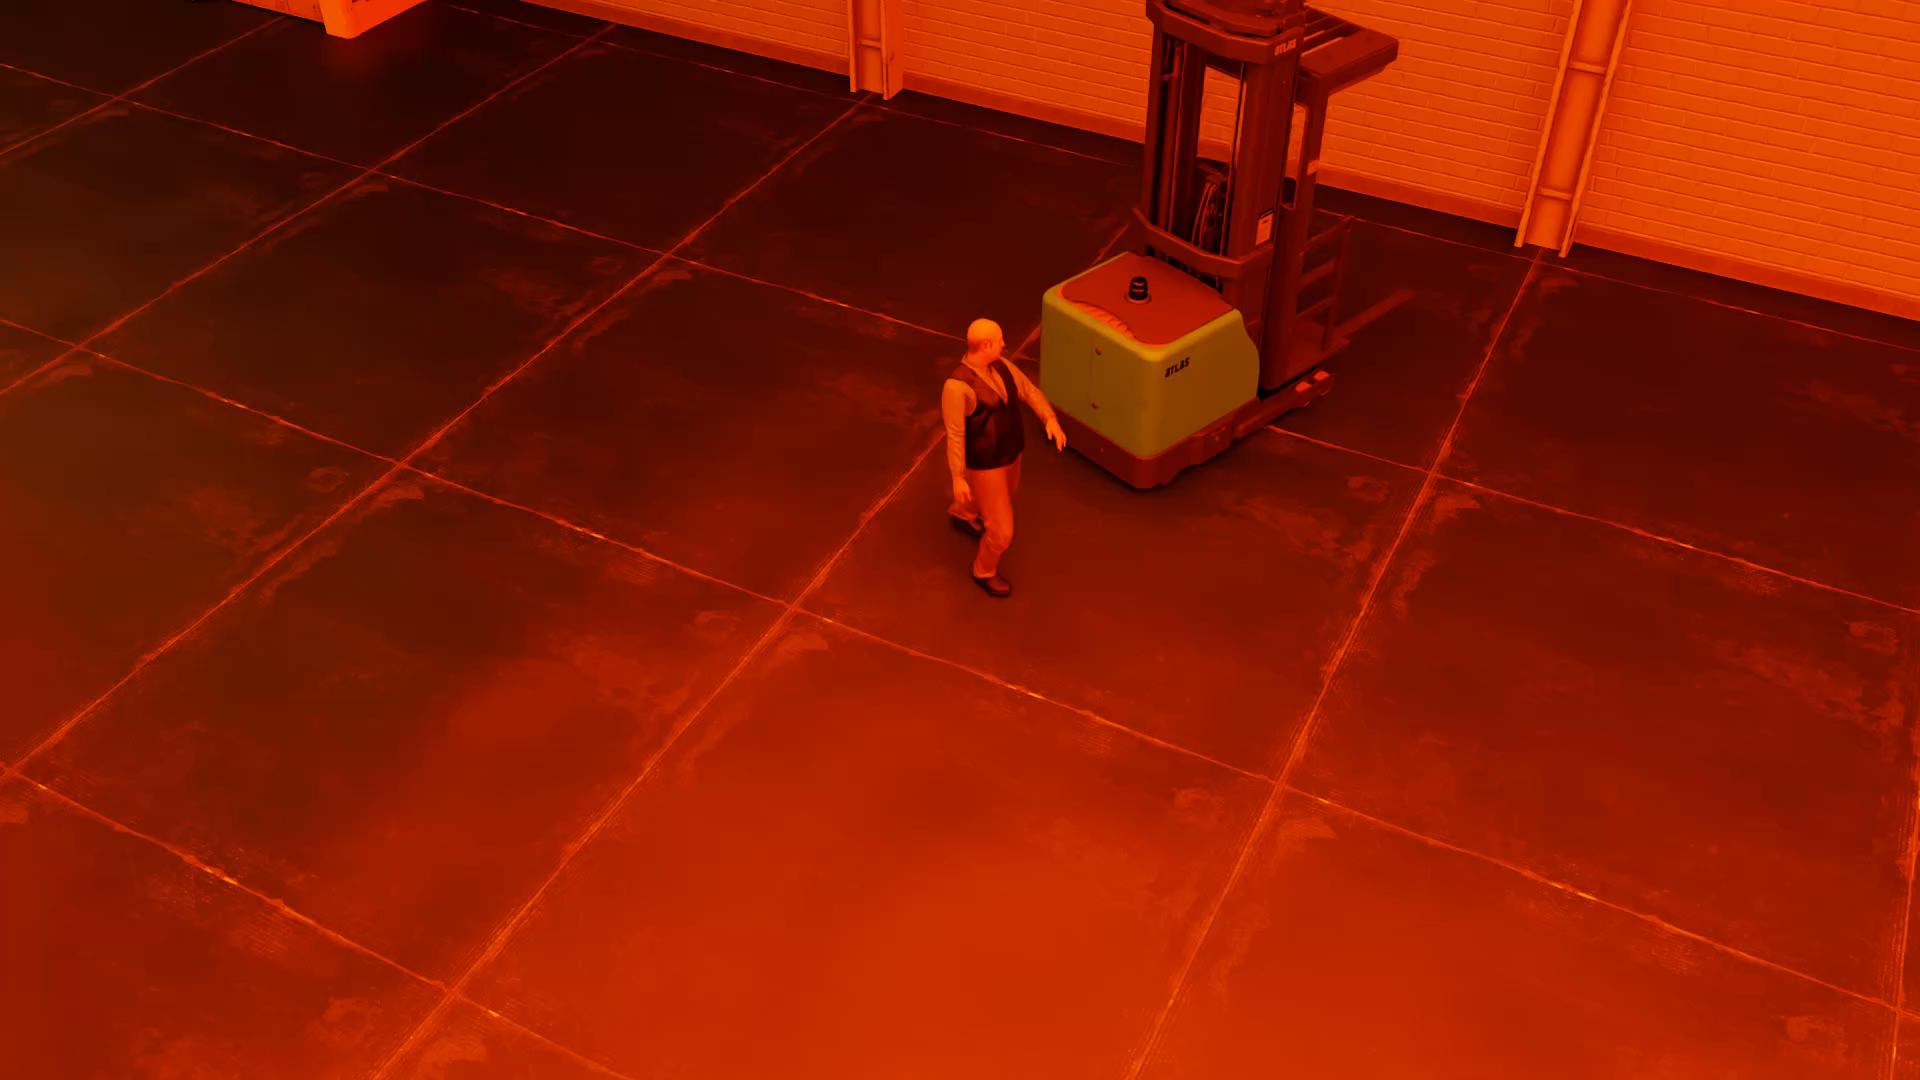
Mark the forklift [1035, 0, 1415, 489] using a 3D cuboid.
[{"bbox_3d":[1.942,-2.259,10.669,3.031,2.935,1.130,-30,48,-30],"label":"forklift"}]

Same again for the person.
[{"bbox_3d":[0.190,-0.447,9.546,0.842,1.608,0.758,17,43,19],"label":"person"}]
